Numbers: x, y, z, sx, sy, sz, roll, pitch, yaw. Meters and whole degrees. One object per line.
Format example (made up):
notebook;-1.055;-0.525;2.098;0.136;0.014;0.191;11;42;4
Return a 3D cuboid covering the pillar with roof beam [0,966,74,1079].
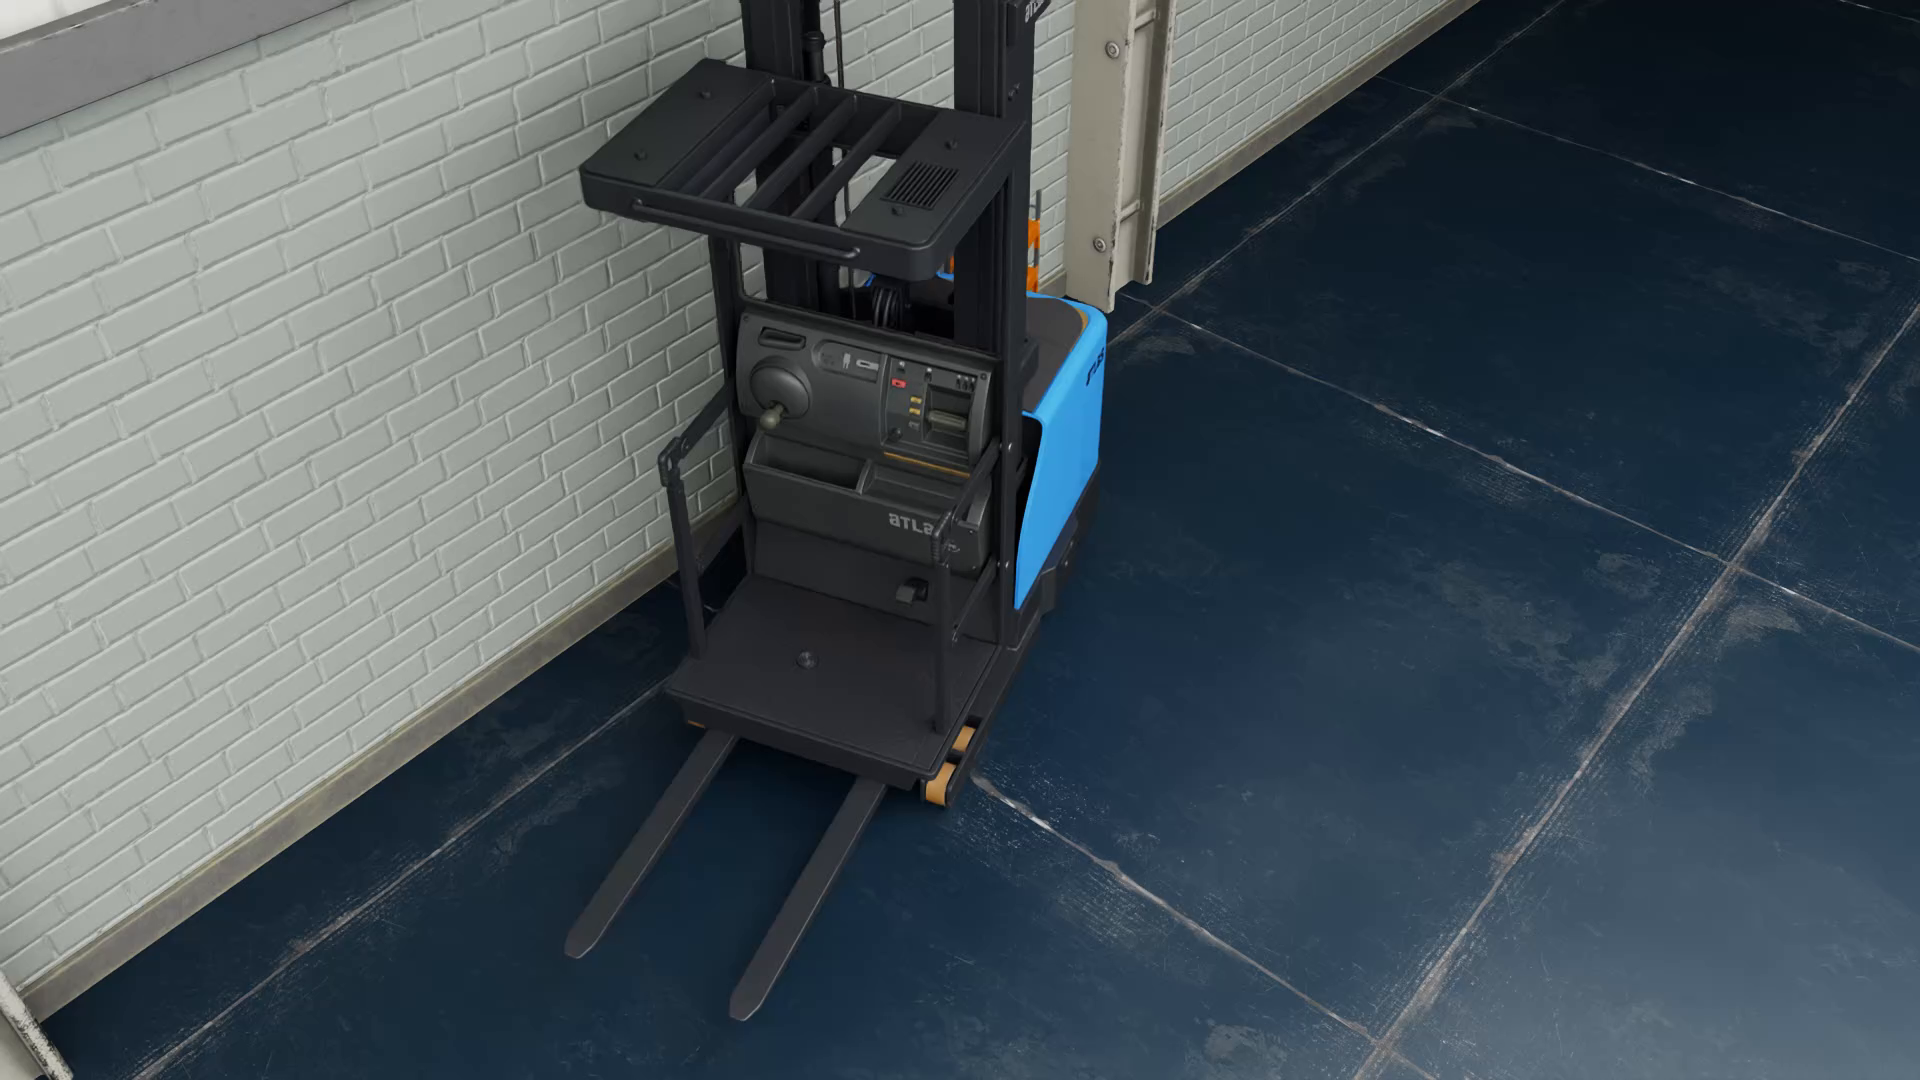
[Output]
pillar with roof beam;0.201;0.296;0.236;9.100;9.000;0.400;29;50;28

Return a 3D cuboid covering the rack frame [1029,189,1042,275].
rack frame;0.236;-1.078;7.544;0.240;1.200;0.015;15;44;16

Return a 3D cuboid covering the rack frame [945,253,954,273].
rack frame;0.052;-0.774;7.210;0.240;1.200;0.015;15;44;16

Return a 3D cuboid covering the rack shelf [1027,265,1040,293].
rack shelf;0.144;-1.042;7.272;0.258;0.148;0.480;15;44;16

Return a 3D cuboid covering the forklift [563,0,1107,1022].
forklift;-0.418;-0.428;5.542;1.130;2.935;3.031;15;44;16

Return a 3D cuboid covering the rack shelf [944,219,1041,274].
rack shelf;0.144;-1.217;7.113;0.258;0.148;0.480;15;44;16

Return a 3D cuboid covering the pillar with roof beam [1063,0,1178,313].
pillar with roof beam;4.063;-2.794;3.634;9.100;9.000;0.400;29;50;28

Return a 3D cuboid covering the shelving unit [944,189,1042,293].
shelving unit;0.144;-0.926;7.377;0.258;1.200;0.503;15;44;16
